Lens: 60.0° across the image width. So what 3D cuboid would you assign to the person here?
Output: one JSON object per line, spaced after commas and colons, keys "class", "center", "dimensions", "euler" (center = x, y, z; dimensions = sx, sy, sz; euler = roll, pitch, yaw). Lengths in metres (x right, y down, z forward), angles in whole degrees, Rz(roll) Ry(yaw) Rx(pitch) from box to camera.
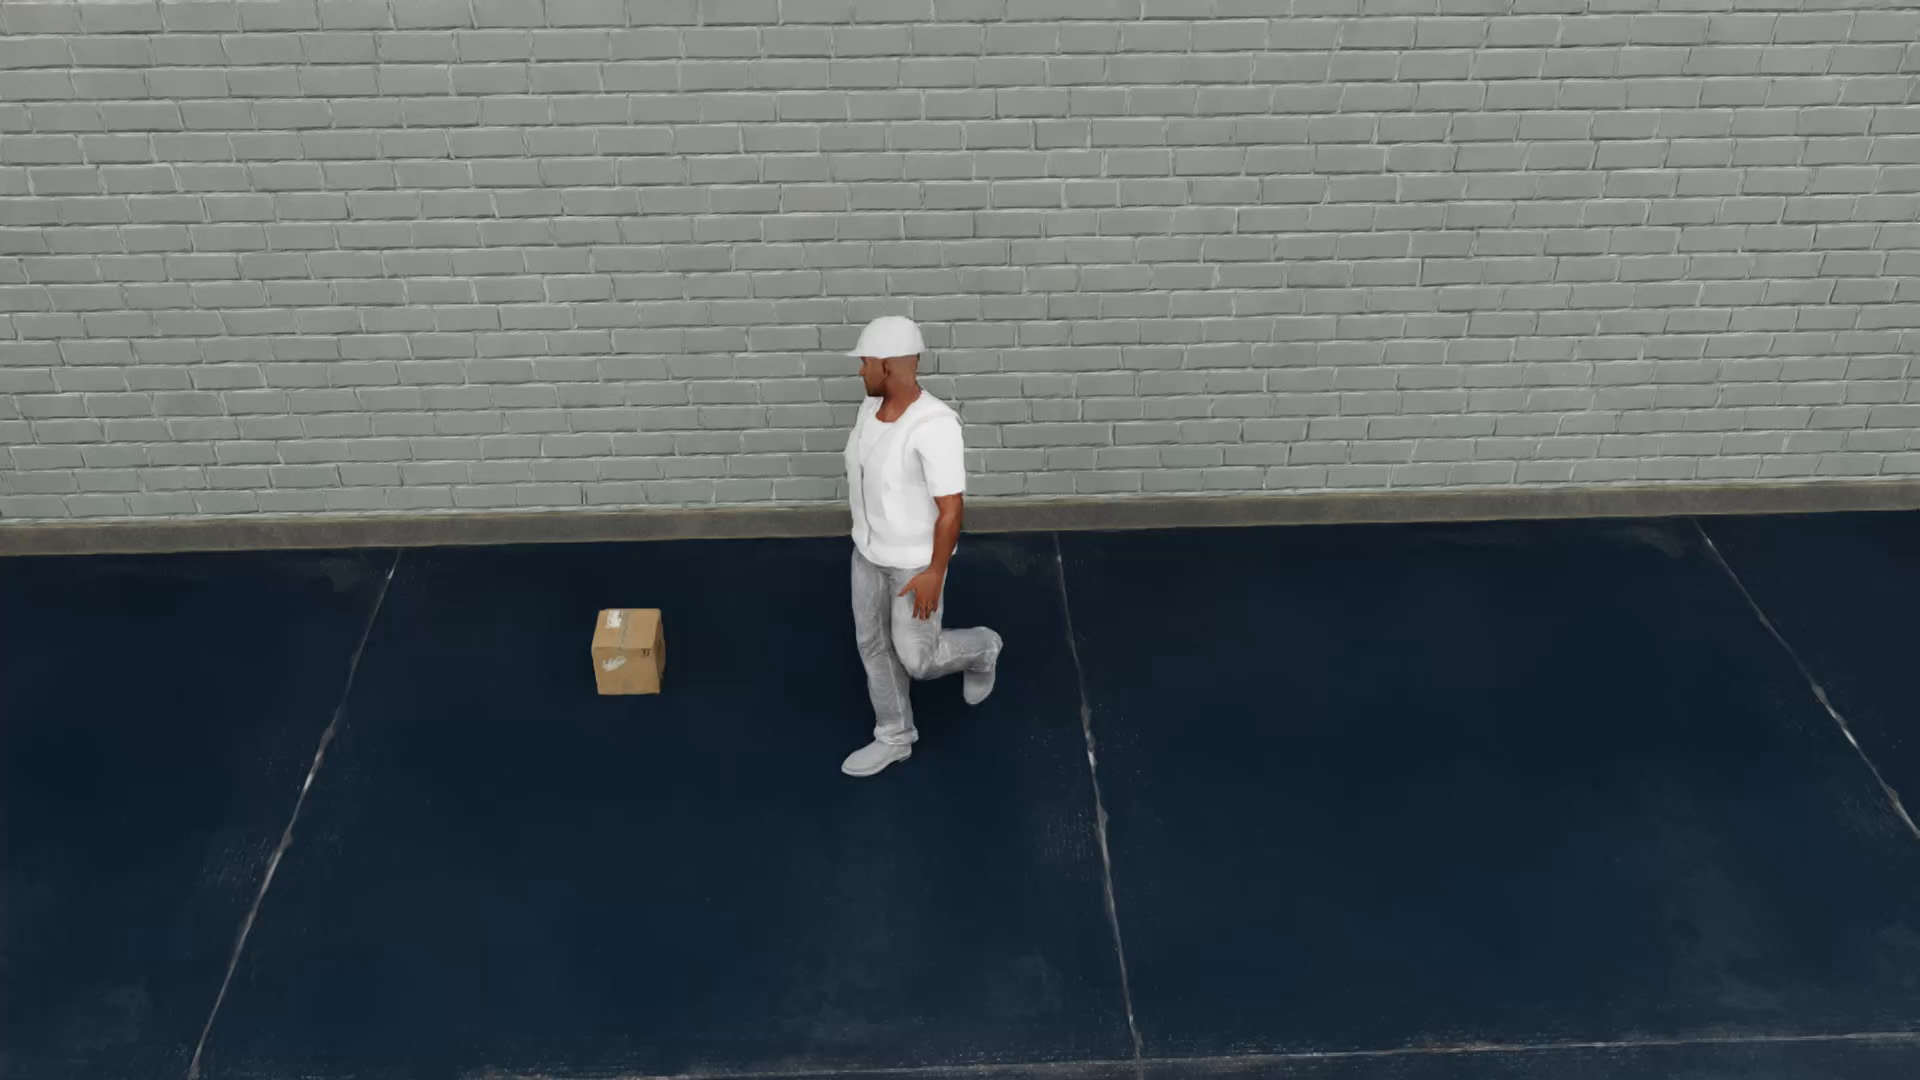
{"class": "person", "center": [-0.211, 0.024, 6.131], "dimensions": [0.768, 1.717, 0.631], "euler": [-24, 42, -30]}
